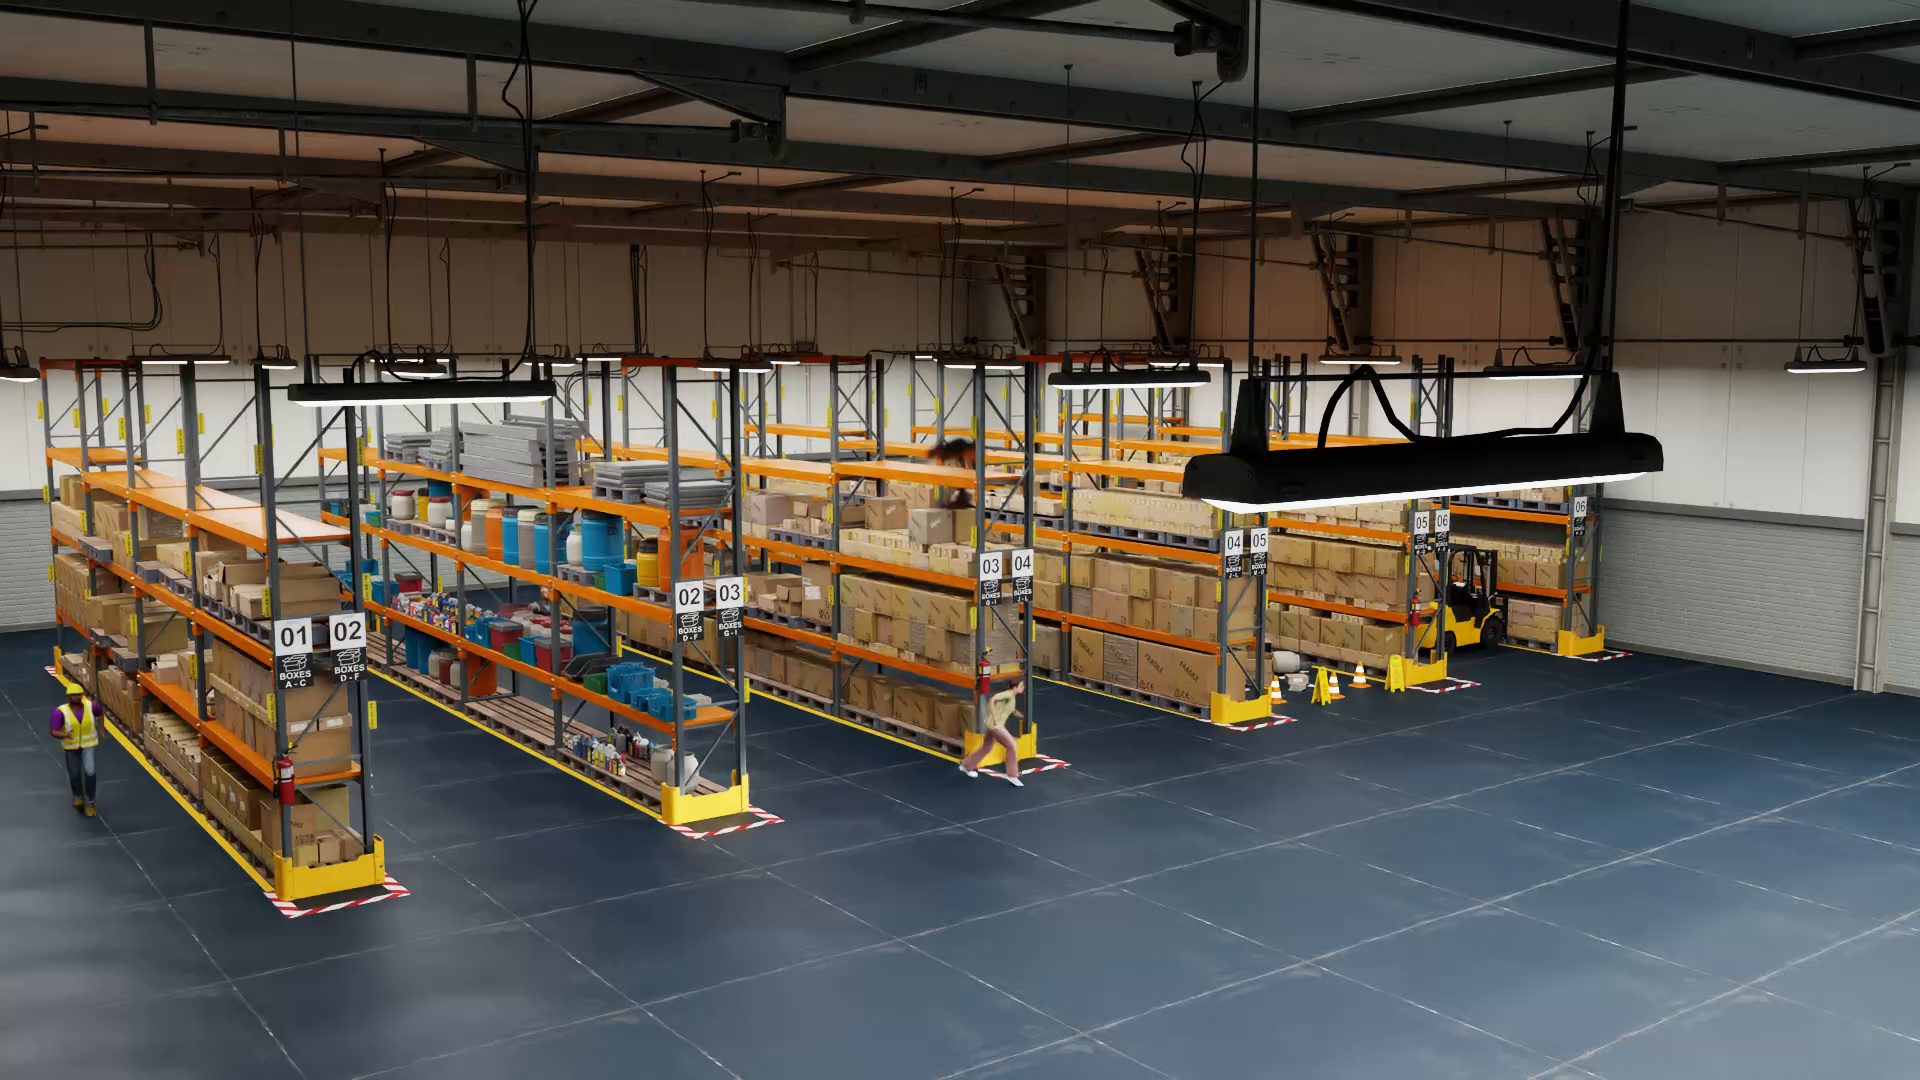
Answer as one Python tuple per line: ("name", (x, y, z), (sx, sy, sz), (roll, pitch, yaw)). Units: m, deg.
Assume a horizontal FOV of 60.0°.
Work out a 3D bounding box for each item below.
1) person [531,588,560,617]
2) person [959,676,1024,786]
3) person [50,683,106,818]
("person", (-7.842, 1.732, 31.366), (0.674, 1.698, 0.699), (-7, 10, -44))
("person", (0.445, 2.726, 23.717), (0.952, 1.629, 0.622), (2, 7, 13))
("person", (-11.752, 2.802, 22.198), (0.653, 1.810, 0.833), (-4, 8, -28))
